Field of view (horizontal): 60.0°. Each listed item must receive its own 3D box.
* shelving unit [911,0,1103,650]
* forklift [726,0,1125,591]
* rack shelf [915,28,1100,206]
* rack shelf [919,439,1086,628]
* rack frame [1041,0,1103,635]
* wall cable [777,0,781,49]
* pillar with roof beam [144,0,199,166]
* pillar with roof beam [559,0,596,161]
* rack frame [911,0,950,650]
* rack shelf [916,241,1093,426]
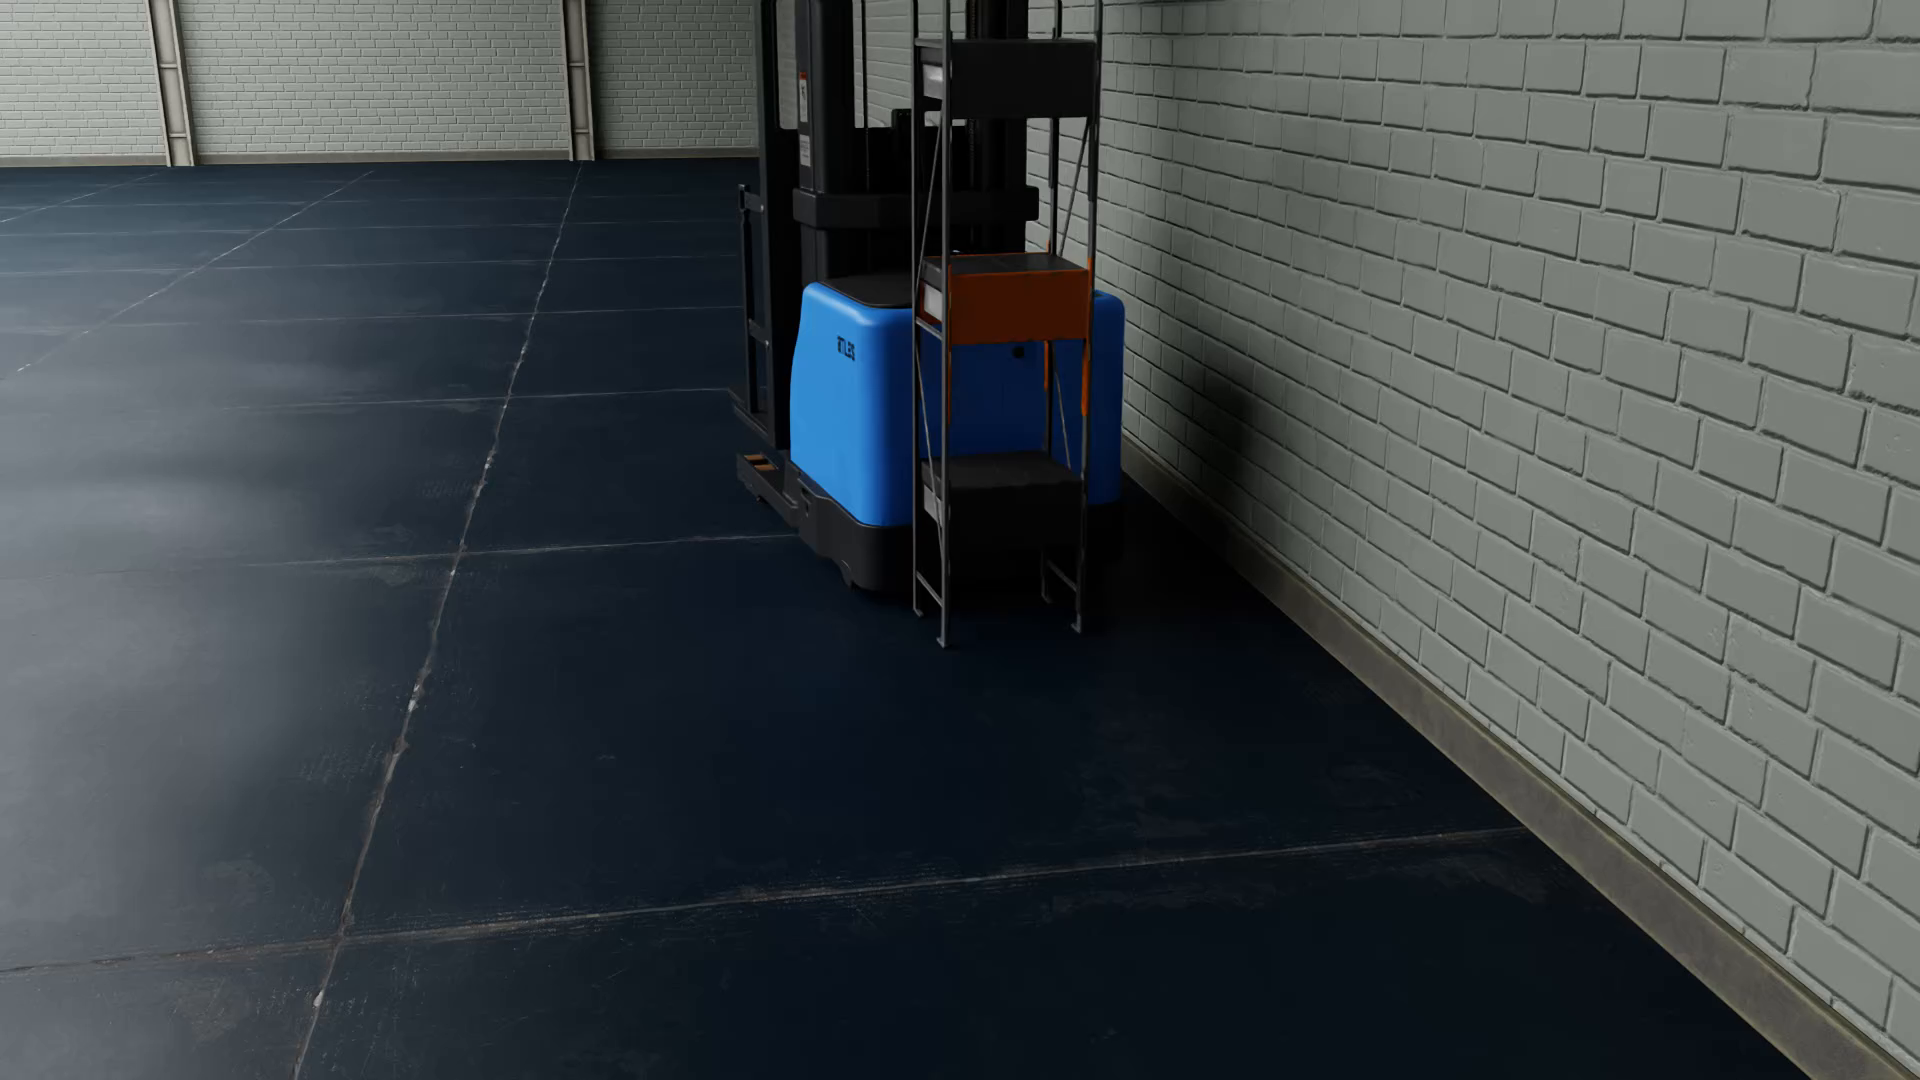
[{"bbox_3d":[0.136,-0.709,5.527,0.503,2.100,0.431,-5,19,-16],"label":"shelving unit"},{"bbox_3d":[-0.372,-1.609,7.057,1.130,2.935,3.031,-6,18,-19],"label":"forklift"},{"bbox_3d":[0.139,-1.361,5.311,0.480,0.518,0.431,-5,19,-16],"label":"rack shelf"},{"bbox_3d":[0.132,-0.032,5.751,0.480,0.518,0.431,-5,19,-16],"label":"rack shelf"},{"bbox_3d":[0.369,-0.730,5.594,0.015,2.100,0.400,-5,19,-16],"label":"rack frame"},{"bbox_3d":[-2.902,-8.691,25.071,0.112,2.526,3.097,-3,17,-10],"label":"wall cable"},{"bbox_3d":[-11.120,-8.818,20.193,0.400,9.000,9.100,-3,17,-10],"label":"pillar with roof beam"},{"bbox_3d":[-5.229,-9.152,21.281,0.400,9.000,9.100,-3,17,-10],"label":"pillar with roof beam"},{"bbox_3d":[-0.098,-0.688,5.459,0.015,2.100,0.400,-5,19,-16],"label":"rack frame"},{"bbox_3d":[0.135,-0.696,5.531,0.480,0.518,0.431,-5,19,-16],"label":"rack shelf"}]
